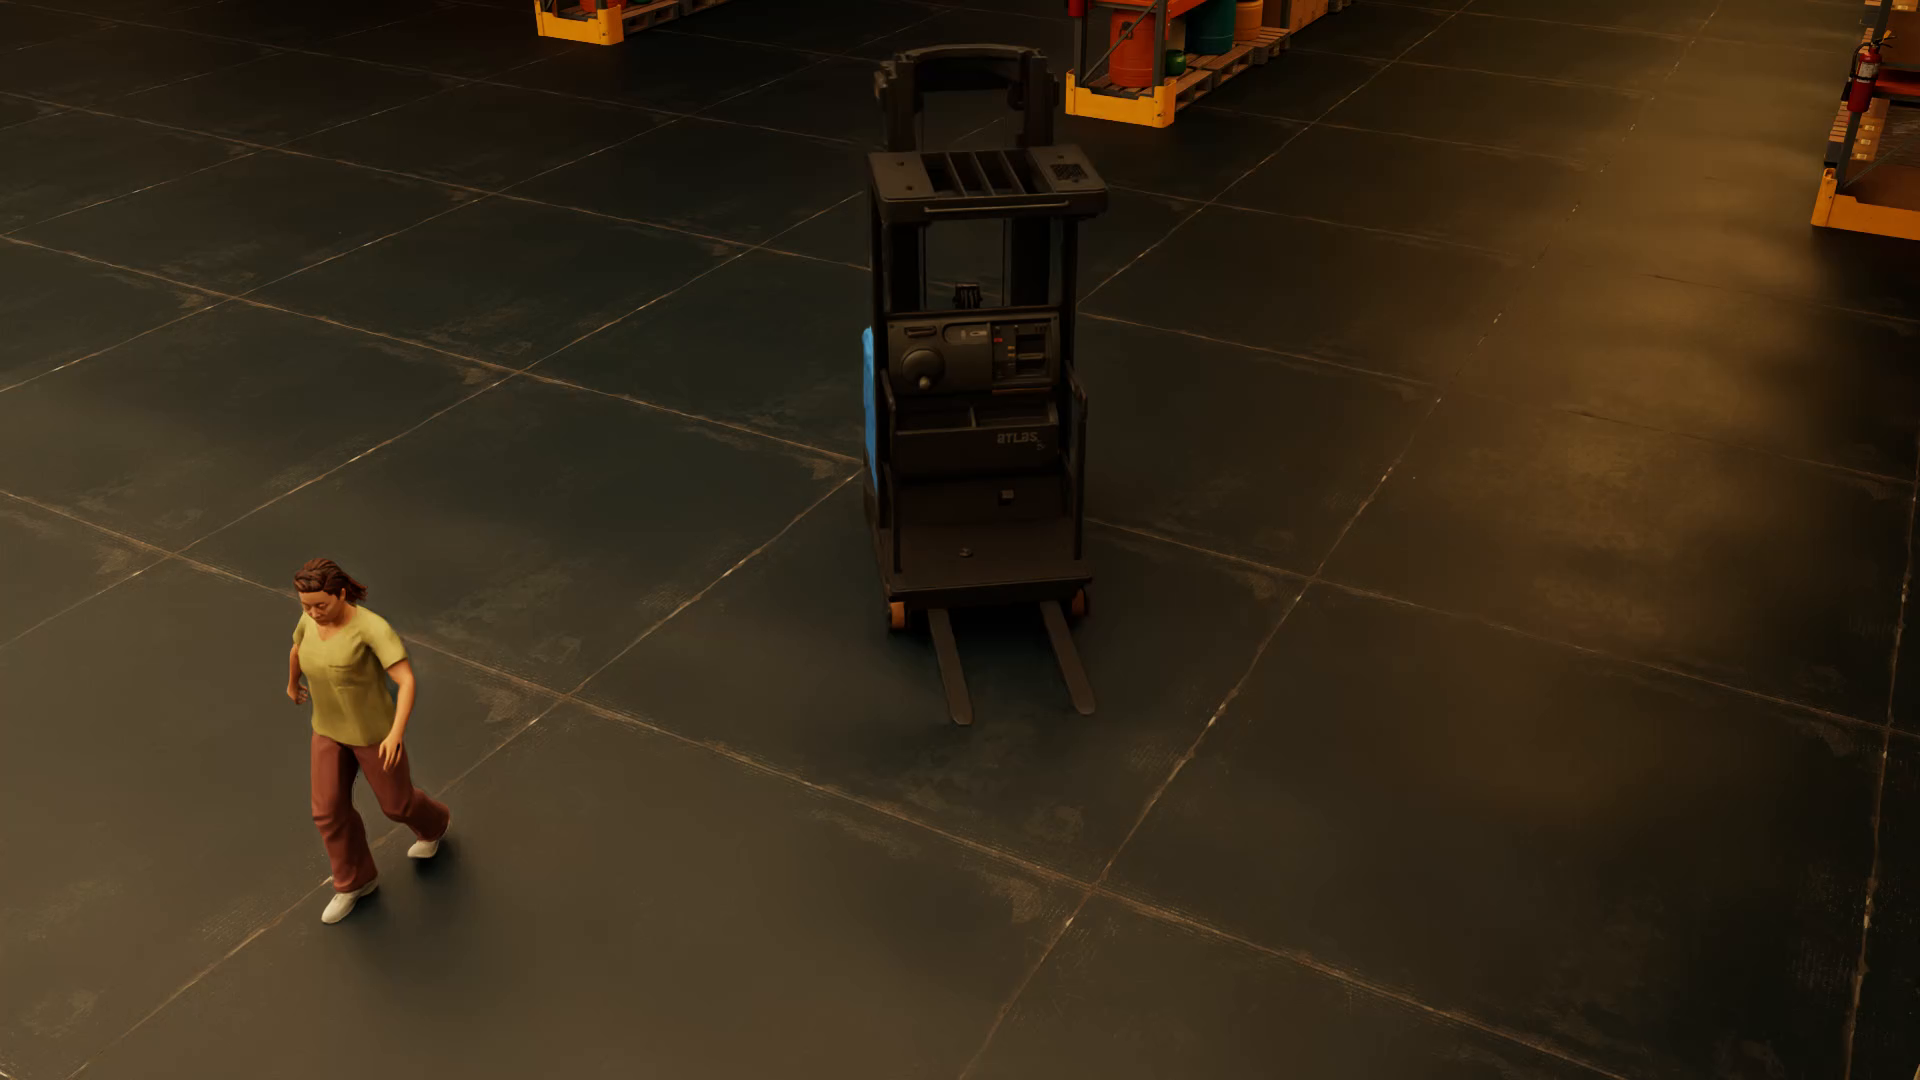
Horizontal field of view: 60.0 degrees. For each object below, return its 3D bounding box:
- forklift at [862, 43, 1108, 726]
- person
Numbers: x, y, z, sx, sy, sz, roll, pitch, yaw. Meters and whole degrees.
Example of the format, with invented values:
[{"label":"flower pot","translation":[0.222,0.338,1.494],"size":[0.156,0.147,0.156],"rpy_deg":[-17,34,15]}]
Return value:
[{"label":"forklift","translation":[0.110,-0.957,8.728],"size":[1.130,2.935,3.031],"rpy_deg":[-4,30,-7]},{"label":"person","translation":[-2.545,0.791,6.988],"size":[0.837,1.659,0.700],"rpy_deg":[8,31,13]}]
